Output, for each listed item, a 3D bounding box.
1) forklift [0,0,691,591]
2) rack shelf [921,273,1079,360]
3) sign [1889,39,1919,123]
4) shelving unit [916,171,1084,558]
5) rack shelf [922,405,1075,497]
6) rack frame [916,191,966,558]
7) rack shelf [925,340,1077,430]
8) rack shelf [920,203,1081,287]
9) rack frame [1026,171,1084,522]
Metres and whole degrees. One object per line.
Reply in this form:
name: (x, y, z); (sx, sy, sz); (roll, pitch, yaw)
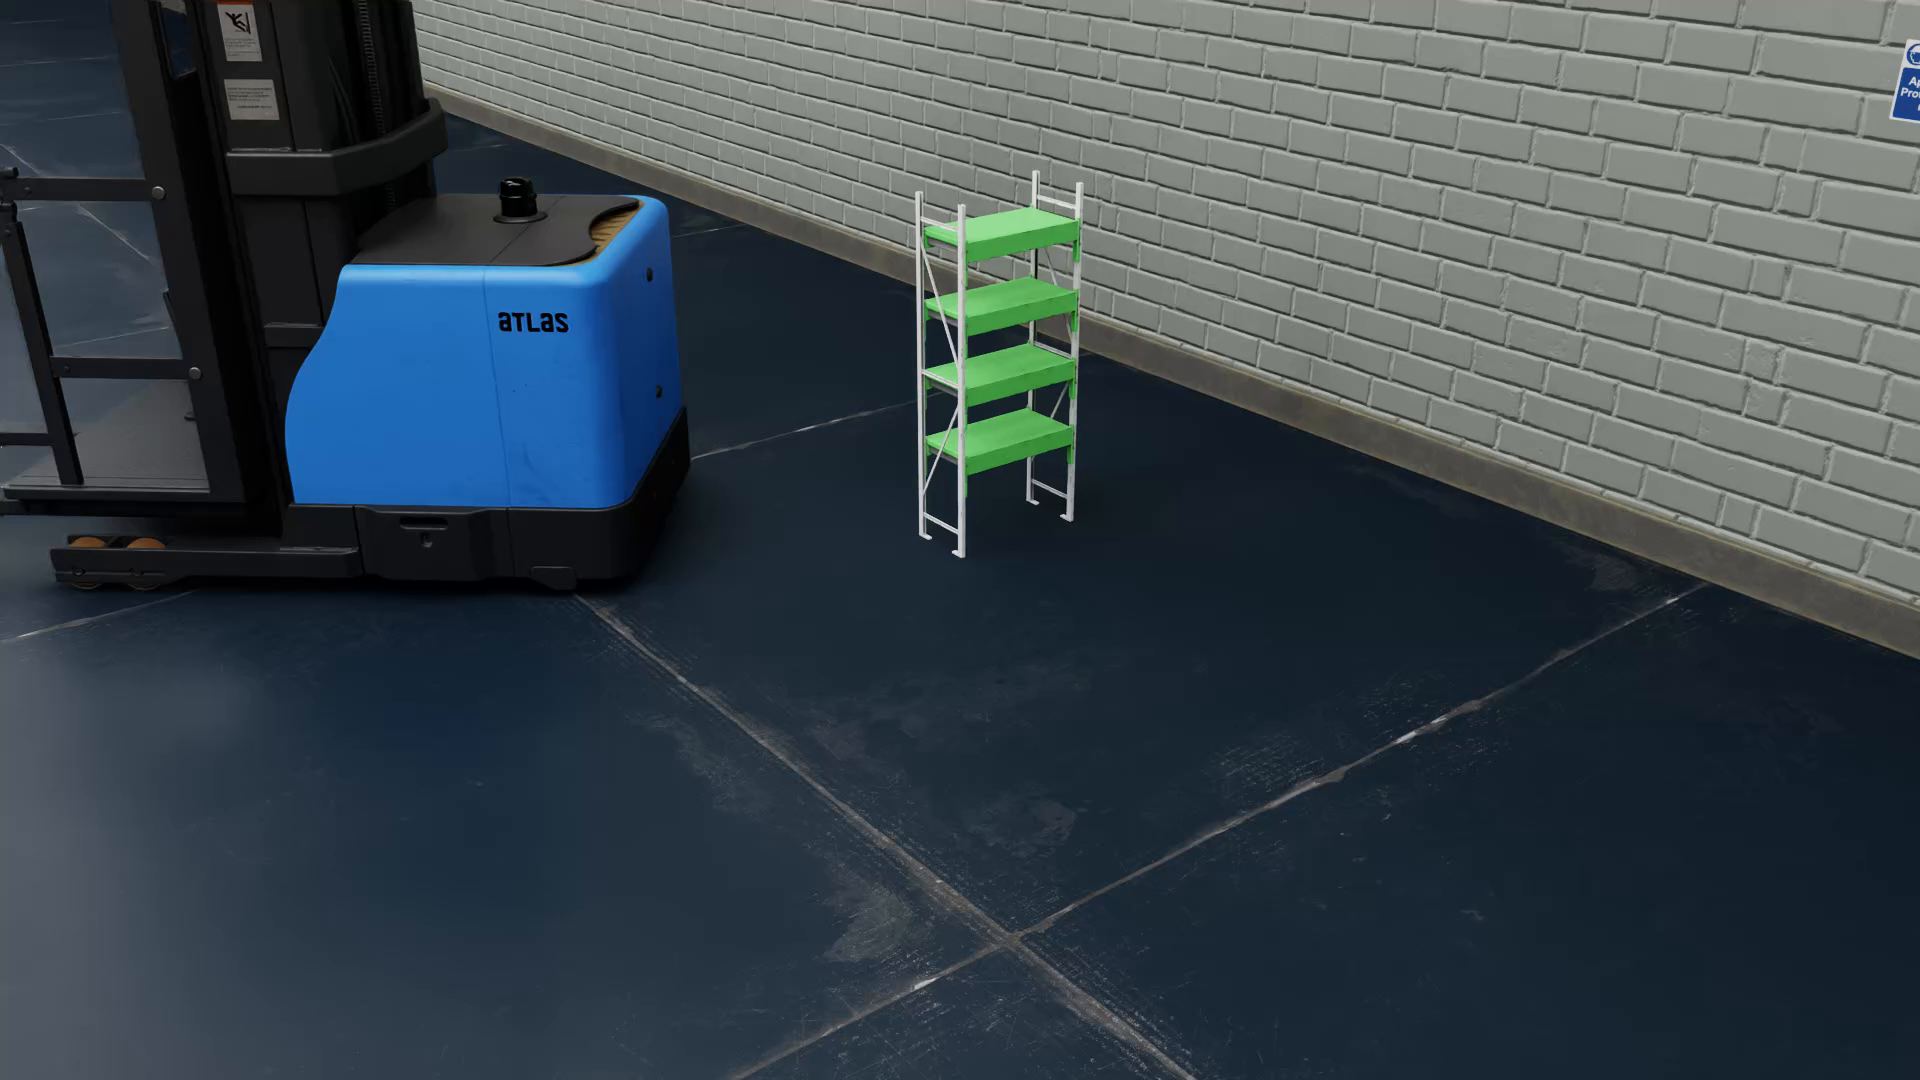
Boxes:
forklift: (-2.532, -1.386, 5.256); (3.031, 2.935, 1.130); (1, 25, 2)
rack shelf: (0.130, -0.747, 5.516); (0.480, 0.148, 0.258); (-18, 31, -34)
sign: (2.712, -1.228, 4.513); (0.001, 0.218, 0.327); (-18, 31, -34)
shelving unit: (0.130, -0.587, 5.590); (0.503, 1.200, 0.258); (-18, 31, -34)
rack shelf: (0.130, -0.312, 5.718); (0.480, 0.148, 0.258); (-18, 31, -34)
rack frame: (-0.062, -0.524, 5.453); (0.015, 1.200, 0.240); (-18, 31, -34)
rack shelf: (0.130, -0.529, 5.617); (0.480, 0.148, 0.258); (-18, 31, -34)
rack shelf: (0.130, -0.965, 5.415); (0.480, 0.148, 0.258); (-18, 31, -34)
rack frame: (0.322, -0.651, 5.727); (0.015, 1.200, 0.240); (-18, 31, -34)
